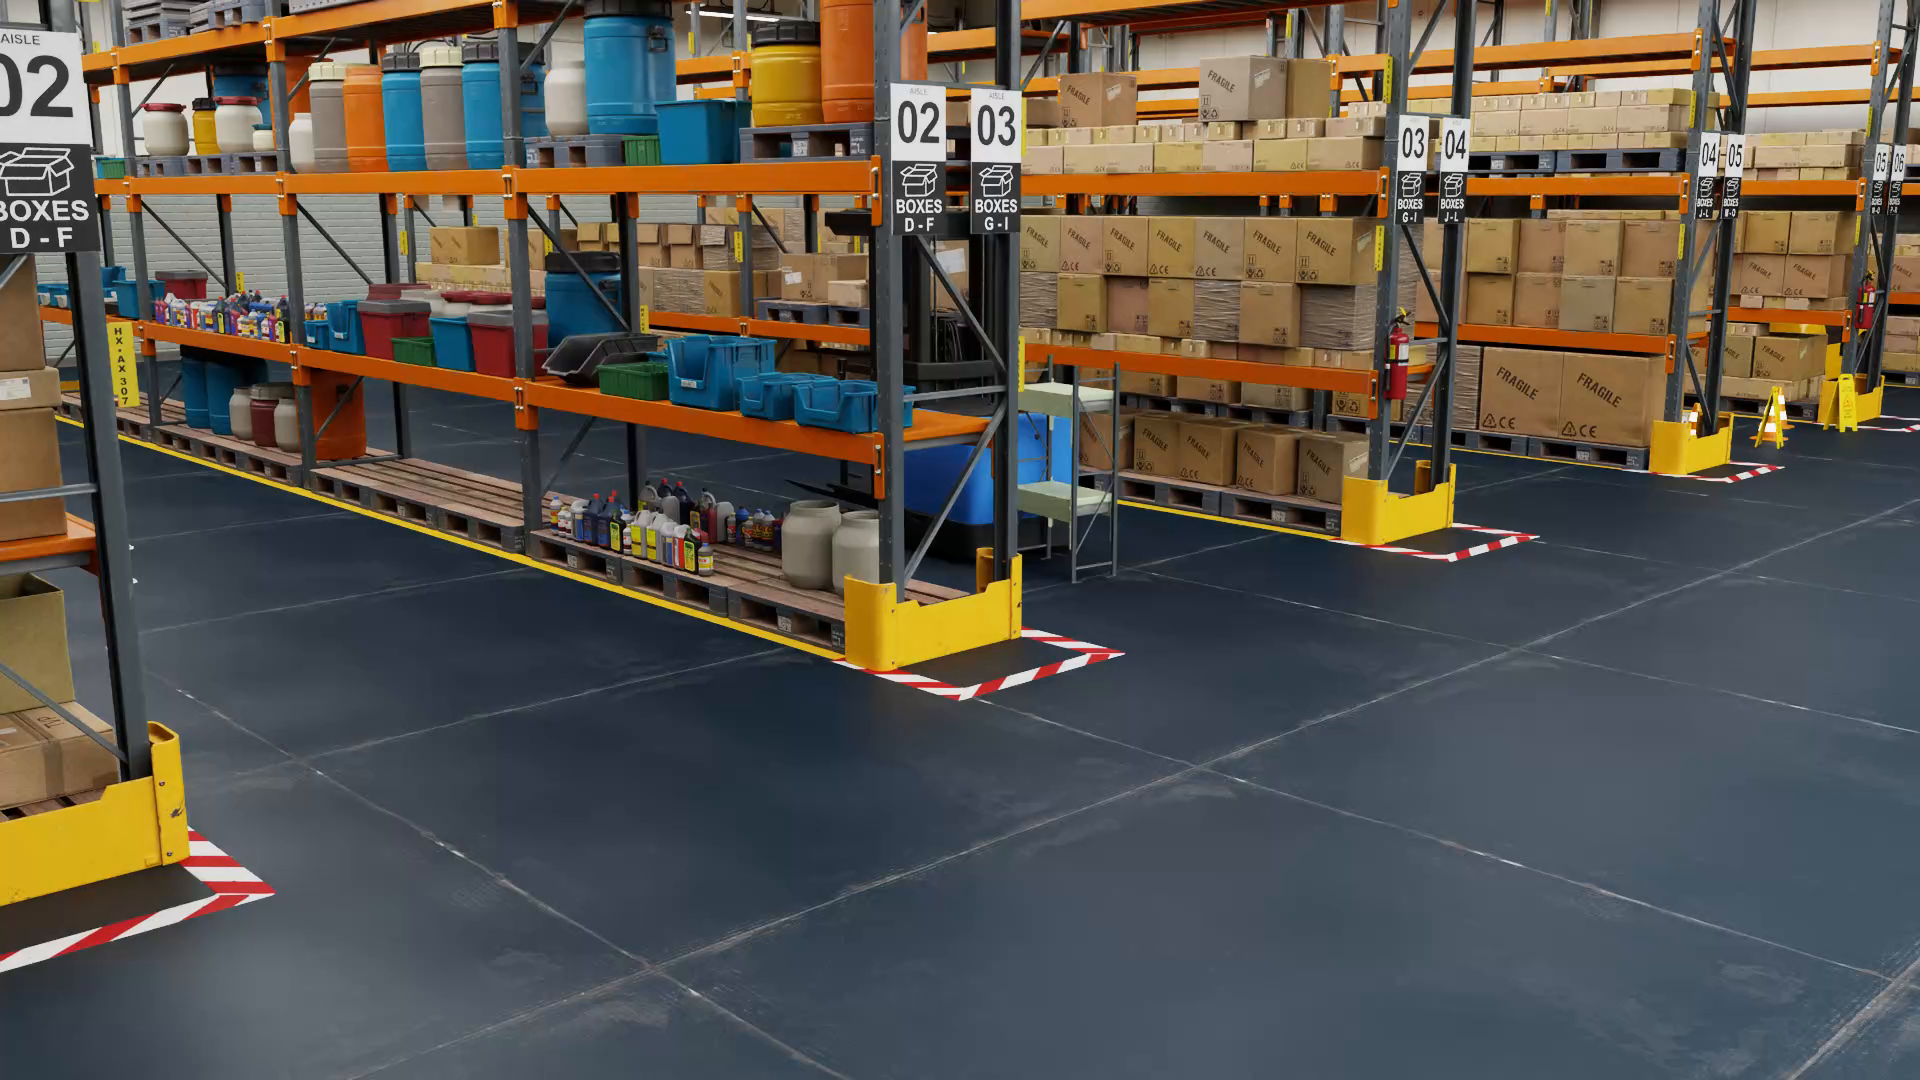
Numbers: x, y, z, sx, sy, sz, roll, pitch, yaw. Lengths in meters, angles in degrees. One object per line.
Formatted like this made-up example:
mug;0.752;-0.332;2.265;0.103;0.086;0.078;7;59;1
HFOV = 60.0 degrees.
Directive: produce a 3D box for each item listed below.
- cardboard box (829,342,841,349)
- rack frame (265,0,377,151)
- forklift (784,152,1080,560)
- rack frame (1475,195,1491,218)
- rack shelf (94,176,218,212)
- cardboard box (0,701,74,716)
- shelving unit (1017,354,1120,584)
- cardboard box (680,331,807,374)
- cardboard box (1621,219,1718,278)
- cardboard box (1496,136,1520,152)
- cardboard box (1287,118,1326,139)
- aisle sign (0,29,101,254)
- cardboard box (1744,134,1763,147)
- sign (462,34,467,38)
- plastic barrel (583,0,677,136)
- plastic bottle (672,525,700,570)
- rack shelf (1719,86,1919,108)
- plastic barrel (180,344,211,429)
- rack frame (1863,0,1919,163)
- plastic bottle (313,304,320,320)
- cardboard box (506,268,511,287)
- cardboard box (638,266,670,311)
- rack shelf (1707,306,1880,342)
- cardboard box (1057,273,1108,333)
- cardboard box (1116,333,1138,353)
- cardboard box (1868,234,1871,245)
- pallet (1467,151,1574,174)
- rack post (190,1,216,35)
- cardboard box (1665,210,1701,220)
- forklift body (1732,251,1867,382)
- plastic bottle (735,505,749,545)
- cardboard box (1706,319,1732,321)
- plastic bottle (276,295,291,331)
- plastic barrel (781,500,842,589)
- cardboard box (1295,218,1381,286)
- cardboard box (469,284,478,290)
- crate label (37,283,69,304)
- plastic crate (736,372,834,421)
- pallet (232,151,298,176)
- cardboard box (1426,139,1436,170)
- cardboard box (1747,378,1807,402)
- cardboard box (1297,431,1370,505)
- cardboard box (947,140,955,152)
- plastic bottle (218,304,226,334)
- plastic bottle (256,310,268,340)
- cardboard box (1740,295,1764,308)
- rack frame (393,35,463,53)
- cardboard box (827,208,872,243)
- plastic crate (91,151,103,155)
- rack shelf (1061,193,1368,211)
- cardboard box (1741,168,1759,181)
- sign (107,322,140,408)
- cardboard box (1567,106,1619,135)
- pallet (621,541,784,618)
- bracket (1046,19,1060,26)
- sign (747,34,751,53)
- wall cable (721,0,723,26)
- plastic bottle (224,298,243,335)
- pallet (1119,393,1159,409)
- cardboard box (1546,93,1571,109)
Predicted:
cardboard box;-1.748;-2.940;25.034;0.250;0.149;0.380;11;16;42
rack frame;-5.581;-4.933;14.555;1.000;3.000;0.127;-11;16;-43
forklift;-0.366;-1.539;13.116;1.130;2.935;3.031;-8;14;-35
rack frame;8.756;-4.758;28.573;1.000;3.000;0.127;-11;16;-43
rack shelf;-9.725;-3.987;19.180;1.077;0.370;4.000;-11;16;-43
cardboard box;-4.199;0.822;7.263;0.500;0.250;0.500;-11;16;-43
shelving unit;0.712;-0.516;11.699;0.431;1.500;0.755;-8;14;-35
cardboard box;-2.461;-1.954;19.185;0.875;0.875;1.225;11;16;43
cardboard box;6.954;-2.856;16.291;0.875;0.550;0.550;-11;16;-43
cardboard box;5.655;-4.019;16.884;0.380;0.149;0.250;-11;16;-42
cardboard box;2.745;-3.184;12.884;0.250;0.149;0.380;11;16;43
aisle sign;-3.375;-1.444;6.044;0.394;0.787;0.004;-11;16;-43
cardboard box;9.604;-4.802;19.998;0.380;0.149;0.250;-11;16;-43
sign;-7.122;-7.361;23.827;0.100;0.325;0.005;-11;16;-43
plastic barrel;-2.209;-3.171;11.154;0.600;0.901;0.708;-11;16;-43
plastic bottle;-1.796;0.044;10.925;0.152;0.276;0.135;-11;16;-42
rack shelf;12.899;-6.273;23.830;1.077;0.370;4.000;-11;16;-43
plastic barrel;-7.980;-1.675;17.766;0.600;0.901;0.708;-11;16;-43
rack frame;10.693;-5.837;18.941;1.000;3.000;0.127;-11;16;-43
plastic bottle;-6.345;-2.196;16.454;0.097;0.271;0.097;0;12;0
cardboard box;-5.615;-3.444;21.829;0.500;0.250;0.500;-10;15;-41
cardboard box;-3.571;-2.995;19.766;0.500;0.500;0.500;-10;16;-41
rack shelf;9.312;-2.838;21.035;1.077;0.370;4.000;-11;16;-43
cardboard box;1.349;-2.144;14.898;0.875;0.500;0.500;-11;16;-43
cardboard box;1.575;-1.726;14.477;0.380;0.149;0.250;-11;16;-43
cardboard box;12.927;-4.298;23.748;0.380;0.149;0.250;-10;16;-41
pallet;5.816;-3.904;17.216;1.003;0.211;1.213;-11;16;-43
rack post;-6.854;-4.994;16.091;0.937;0.300;0.954;-9;15;-37
cardboard box;9.168;-3.854;20.722;0.700;0.500;0.500;-11;16;-43
forklift body;11.651;-3.197;23.101;2.313;2.155;1.214;-11;16;-43
plastic bottle;-1.529;-0.109;11.676;0.097;0.271;0.097;0;12;0
cardboard box;11.625;-3.409;25.319;0.500;0.250;0.500;-11;16;-43
plastic bottle;-6.729;-2.264;16.590;0.144;0.351;0.185;-11;16;-43
plastic barrel;-0.913;0.027;10.471;0.421;0.512;0.421;0;12;0
cardboard box;2.967;-2.248;12.925;0.500;0.500;0.500;-11;16;-43
cardboard box;-6.454;-3.407;22.639;0.250;0.149;0.380;11;16;44
crate label;-11.174;-3.028;20.440;0.416;0.233;0.303;-11;16;-43
plastic crate;-1.063;-0.881;10.124;0.499;0.251;0.408;-11;16;-43
pallet;-6.039;-3.497;15.485;1.003;0.211;1.213;-11;16;-43
cardboard box;3.380;-3.019;13.072;0.500;0.250;0.500;-10;15;-41
cardboard box;9.924;-1.841;20.189;0.500;0.250;0.500;-11;16;-43
cardboard box;3.106;-0.592;13.507;0.500;0.500;0.500;-7;14;-32
cardboard box;0.042;-3.833;15.943;0.396;0.266;0.258;-10;15;-41
plastic bottle;-7.178;-2.150;16.205;0.061;0.283;0.133;-11;16;-43
plastic bottle;-6.530;-2.013;15.567;0.097;0.271;0.097;0;12;0
cardboard box;9.664;-2.895;20.154;0.380;0.149;0.250;-11;16;-42
rack frame;-7.524;-6.791;23.572;1.000;3.000;0.127;-11;16;-43
cardboard box;-1.625;-4.660;24.636;0.500;0.500;0.500;11;16;43
plastic crate;-10.250;-4.340;19.263;0.504;0.338;0.767;-11;16;-43
rack shelf;3.039;-4.186;20.147;1.077;0.370;4.000;-11;16;-43
cardboard box;9.557;-4.409;20.067;0.380;0.149;0.250;-11;16;-43
sign;-3.236;-0.677;6.421;0.100;0.325;0.005;-11;16;-43
cardboard box;6.298;-4.096;16.269;0.500;0.250;0.500;-11;16;-42
pallet;-1.539;0.237;11.240;1.003;0.211;1.213;-11;16;-43
bracket;2.051;-11.036;35.257;0.235;0.232;0.430;-11;16;-43
sign;-3.451;-8.077;27.106;0.100;0.325;0.005;-11;16;-43
wall cable;-5.606;-11.685;32.459;2.355;3.000;0.029;-11;16;-43
plastic bottle;-7.038;-2.166;16.114;0.144;0.351;0.185;-11;16;-43
pallet;2.148;-1.870;21.465;1.003;0.211;1.213;-11;16;-43
cardboard box;6.005;-4.335;16.445;0.380;0.149;0.250;-11;16;-42
